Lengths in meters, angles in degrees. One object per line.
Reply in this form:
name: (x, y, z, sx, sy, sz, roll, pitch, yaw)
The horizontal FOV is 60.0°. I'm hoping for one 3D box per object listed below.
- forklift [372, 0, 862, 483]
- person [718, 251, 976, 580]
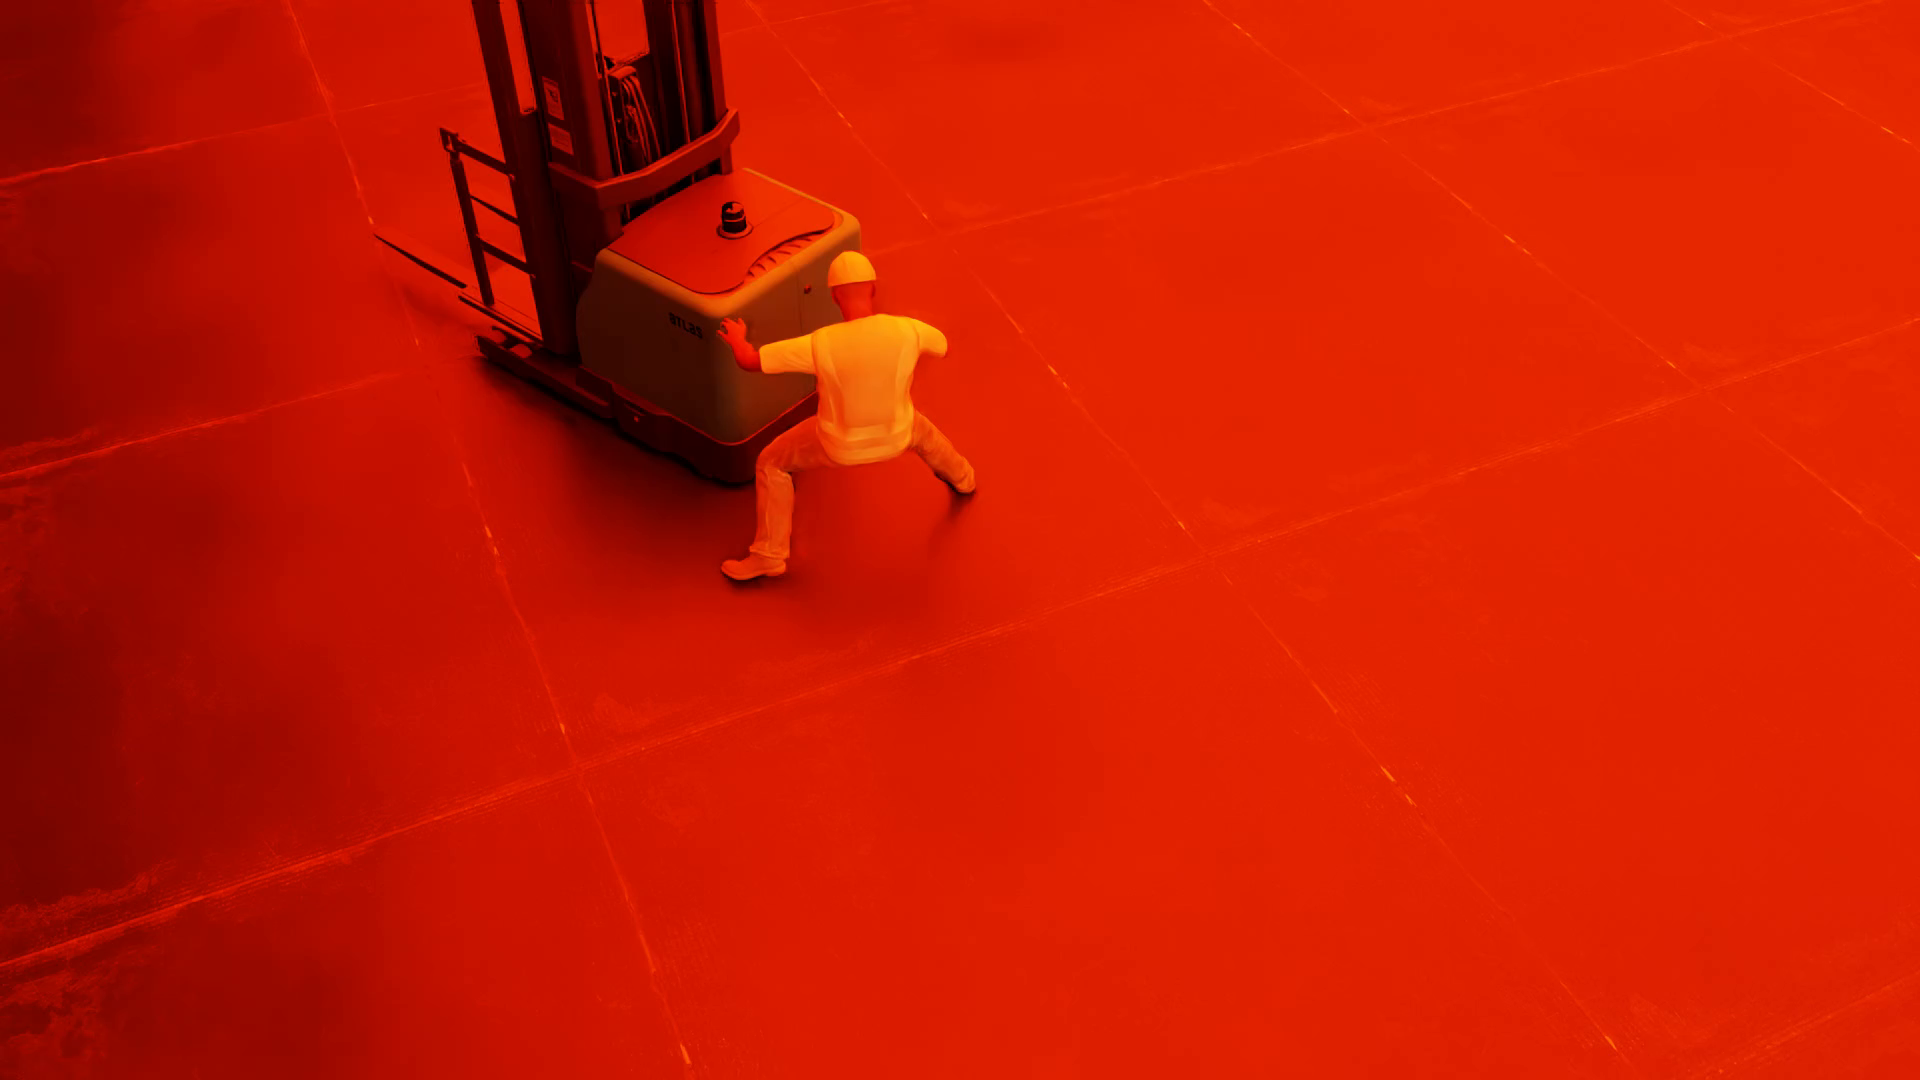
forklift: (-1.925, -2.188, 8.024, 3.031, 2.935, 1.130, 29, 50, 27)
person: (-0.519, -0.635, 7.376, 1.293, 1.543, 0.722, -10, 44, -11)
